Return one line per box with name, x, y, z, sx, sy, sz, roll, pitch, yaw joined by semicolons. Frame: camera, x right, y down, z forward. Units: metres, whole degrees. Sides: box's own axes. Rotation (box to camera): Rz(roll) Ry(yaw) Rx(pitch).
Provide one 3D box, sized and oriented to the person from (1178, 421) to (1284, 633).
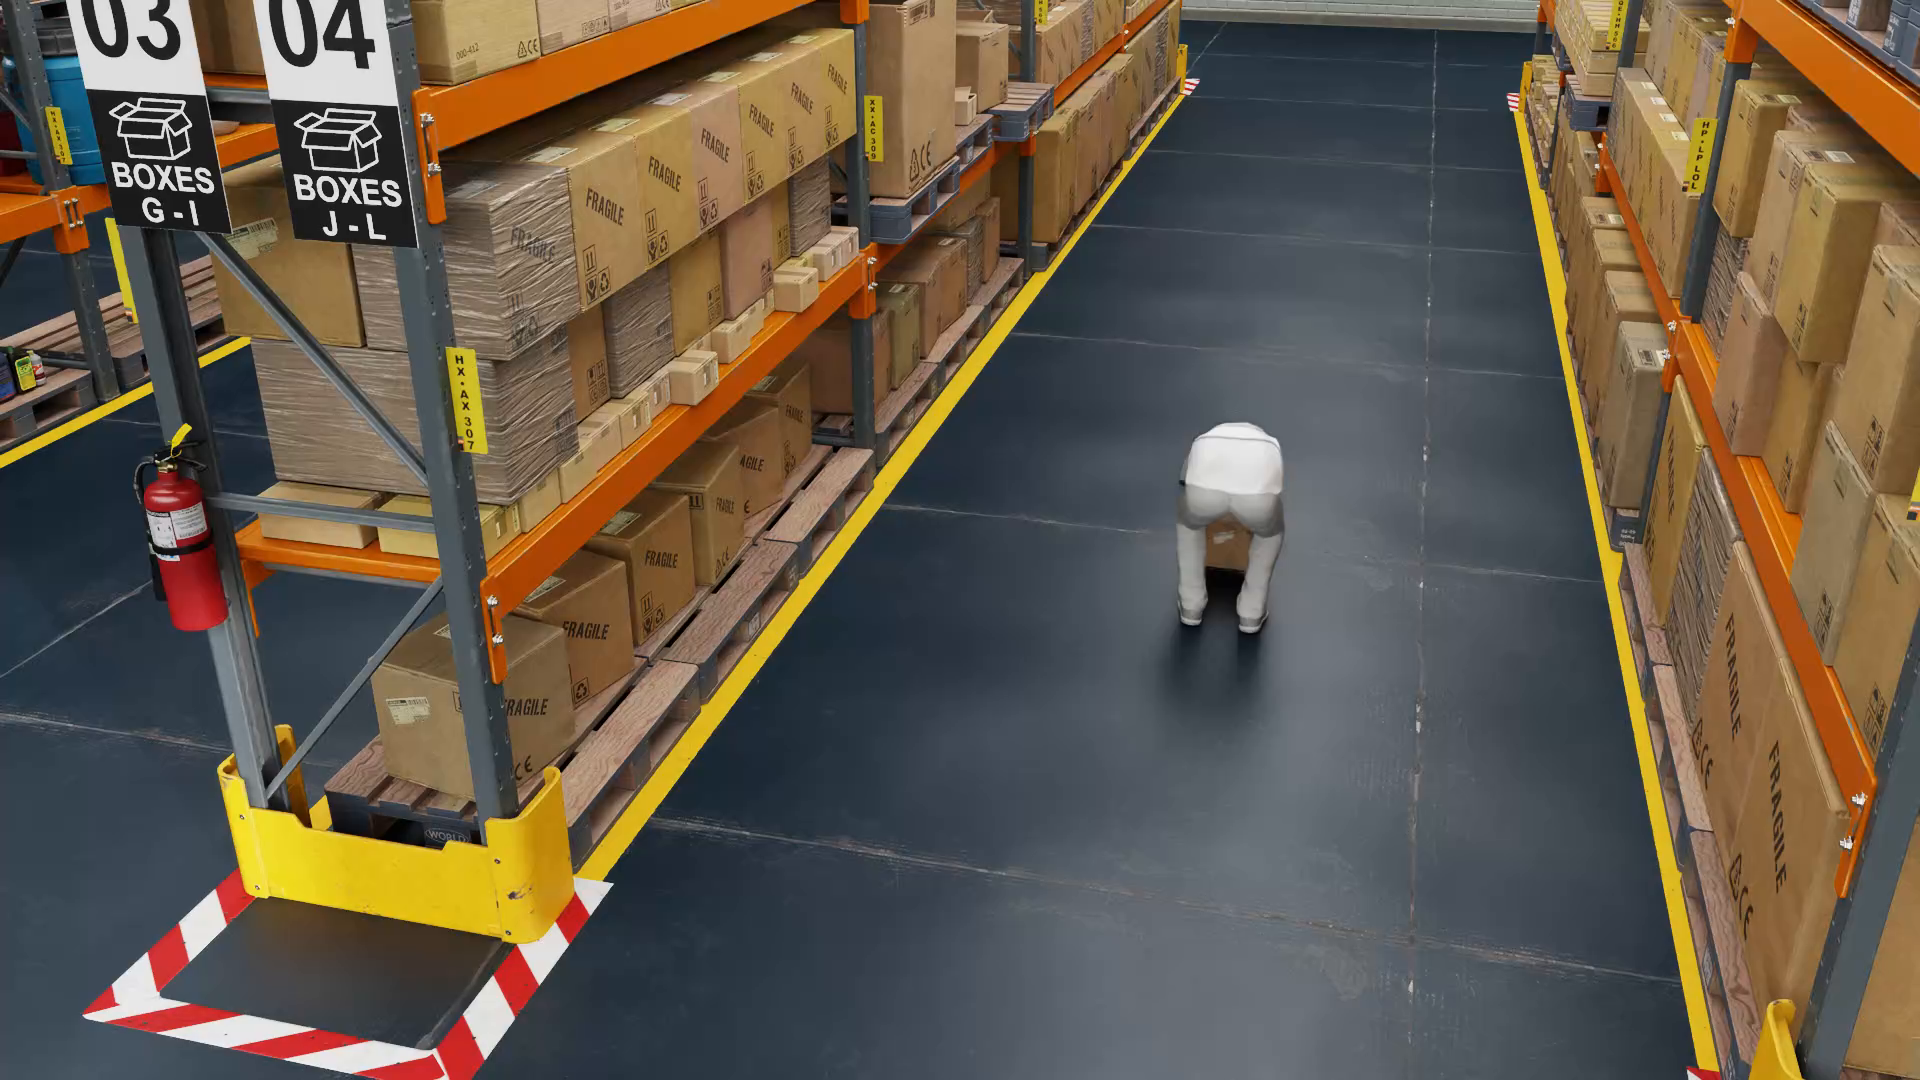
person;1.253;-0.131;7.711;0.453;0.953;0.923;5;26;11
